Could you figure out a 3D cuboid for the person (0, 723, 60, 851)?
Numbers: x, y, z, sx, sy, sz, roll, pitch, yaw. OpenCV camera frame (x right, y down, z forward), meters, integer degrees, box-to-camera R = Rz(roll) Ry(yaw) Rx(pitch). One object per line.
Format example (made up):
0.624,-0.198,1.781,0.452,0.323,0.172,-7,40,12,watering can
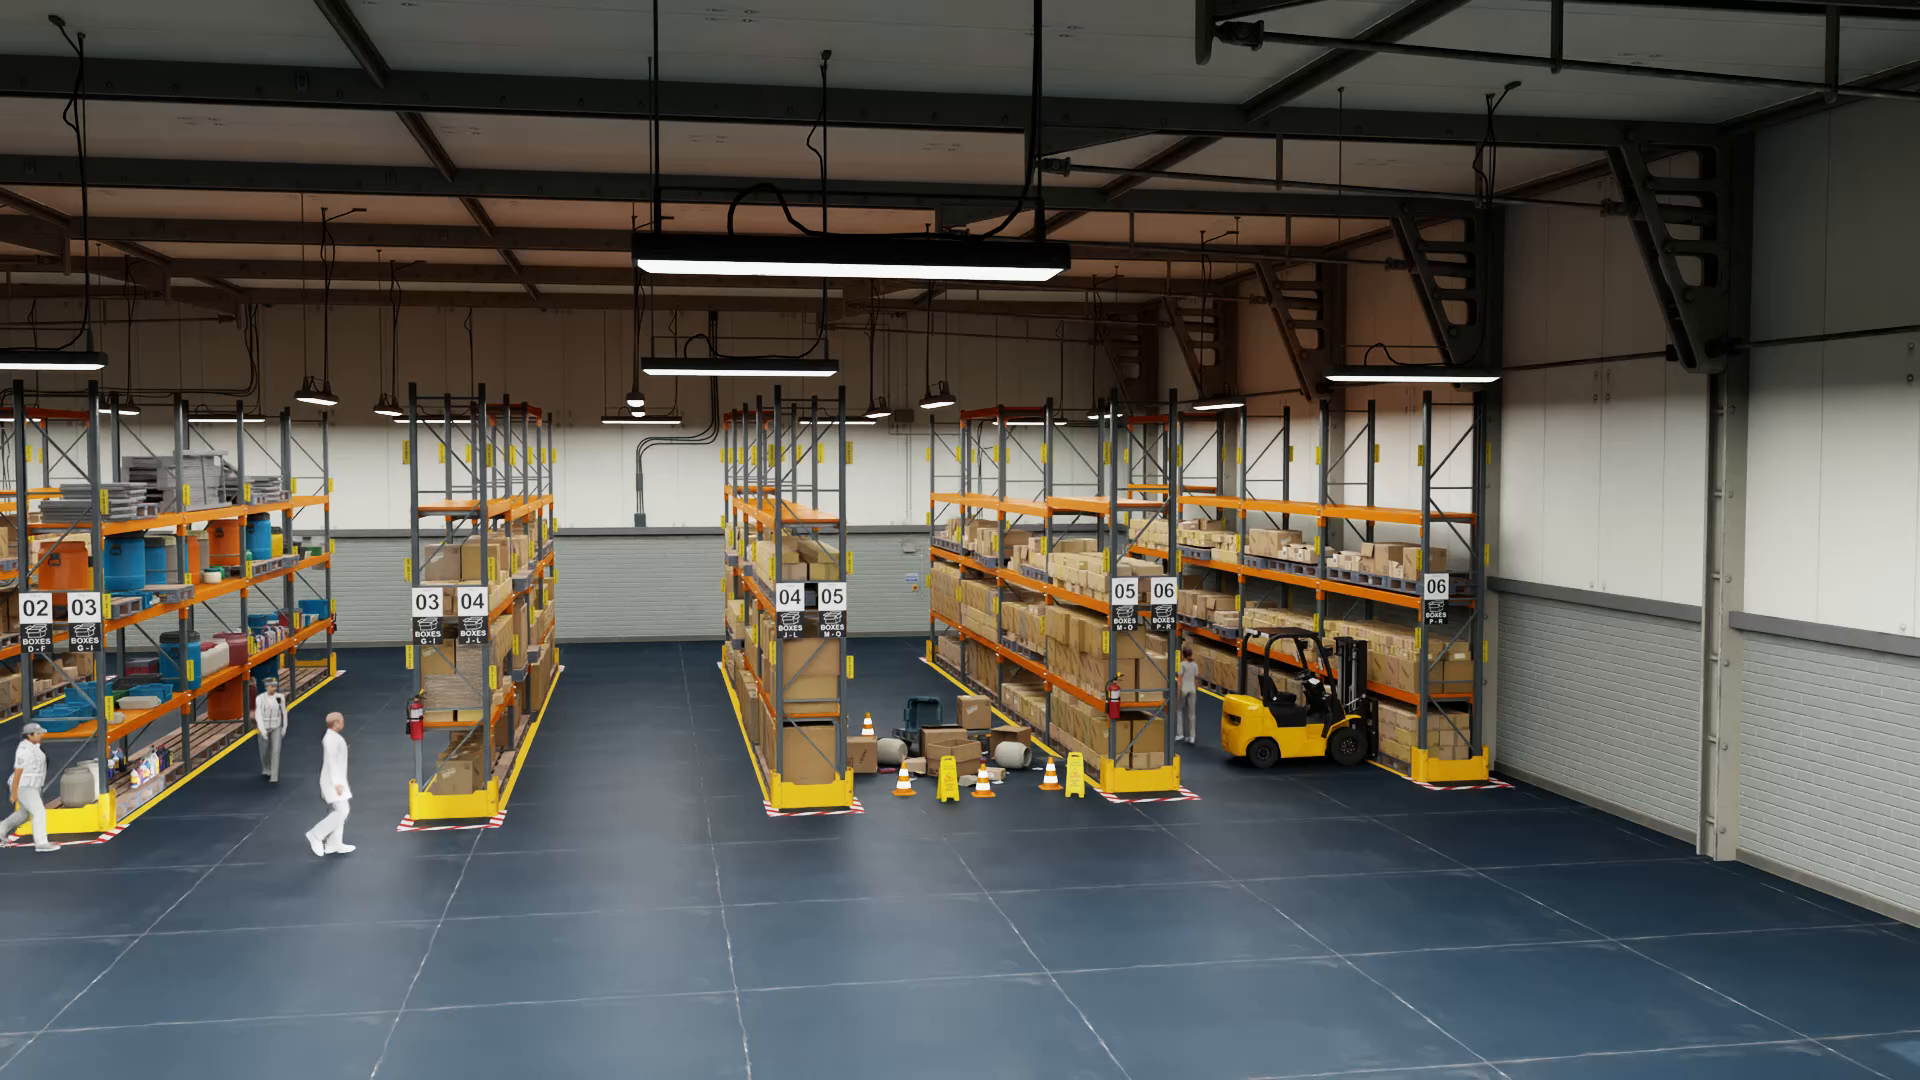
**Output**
-11.853,3.114,21.024,0.947,1.613,0.492,0,3,-3,person

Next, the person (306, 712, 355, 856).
-7.868,3.038,20.774,0.567,1.777,0.598,-1,3,-12,person

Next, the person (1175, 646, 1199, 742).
3.981,2.722,29.083,0.462,1.715,0.595,-1,3,-15,person

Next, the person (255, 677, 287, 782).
-10.605,2.894,25.608,0.466,1.582,1.067,-1,3,-24,person
